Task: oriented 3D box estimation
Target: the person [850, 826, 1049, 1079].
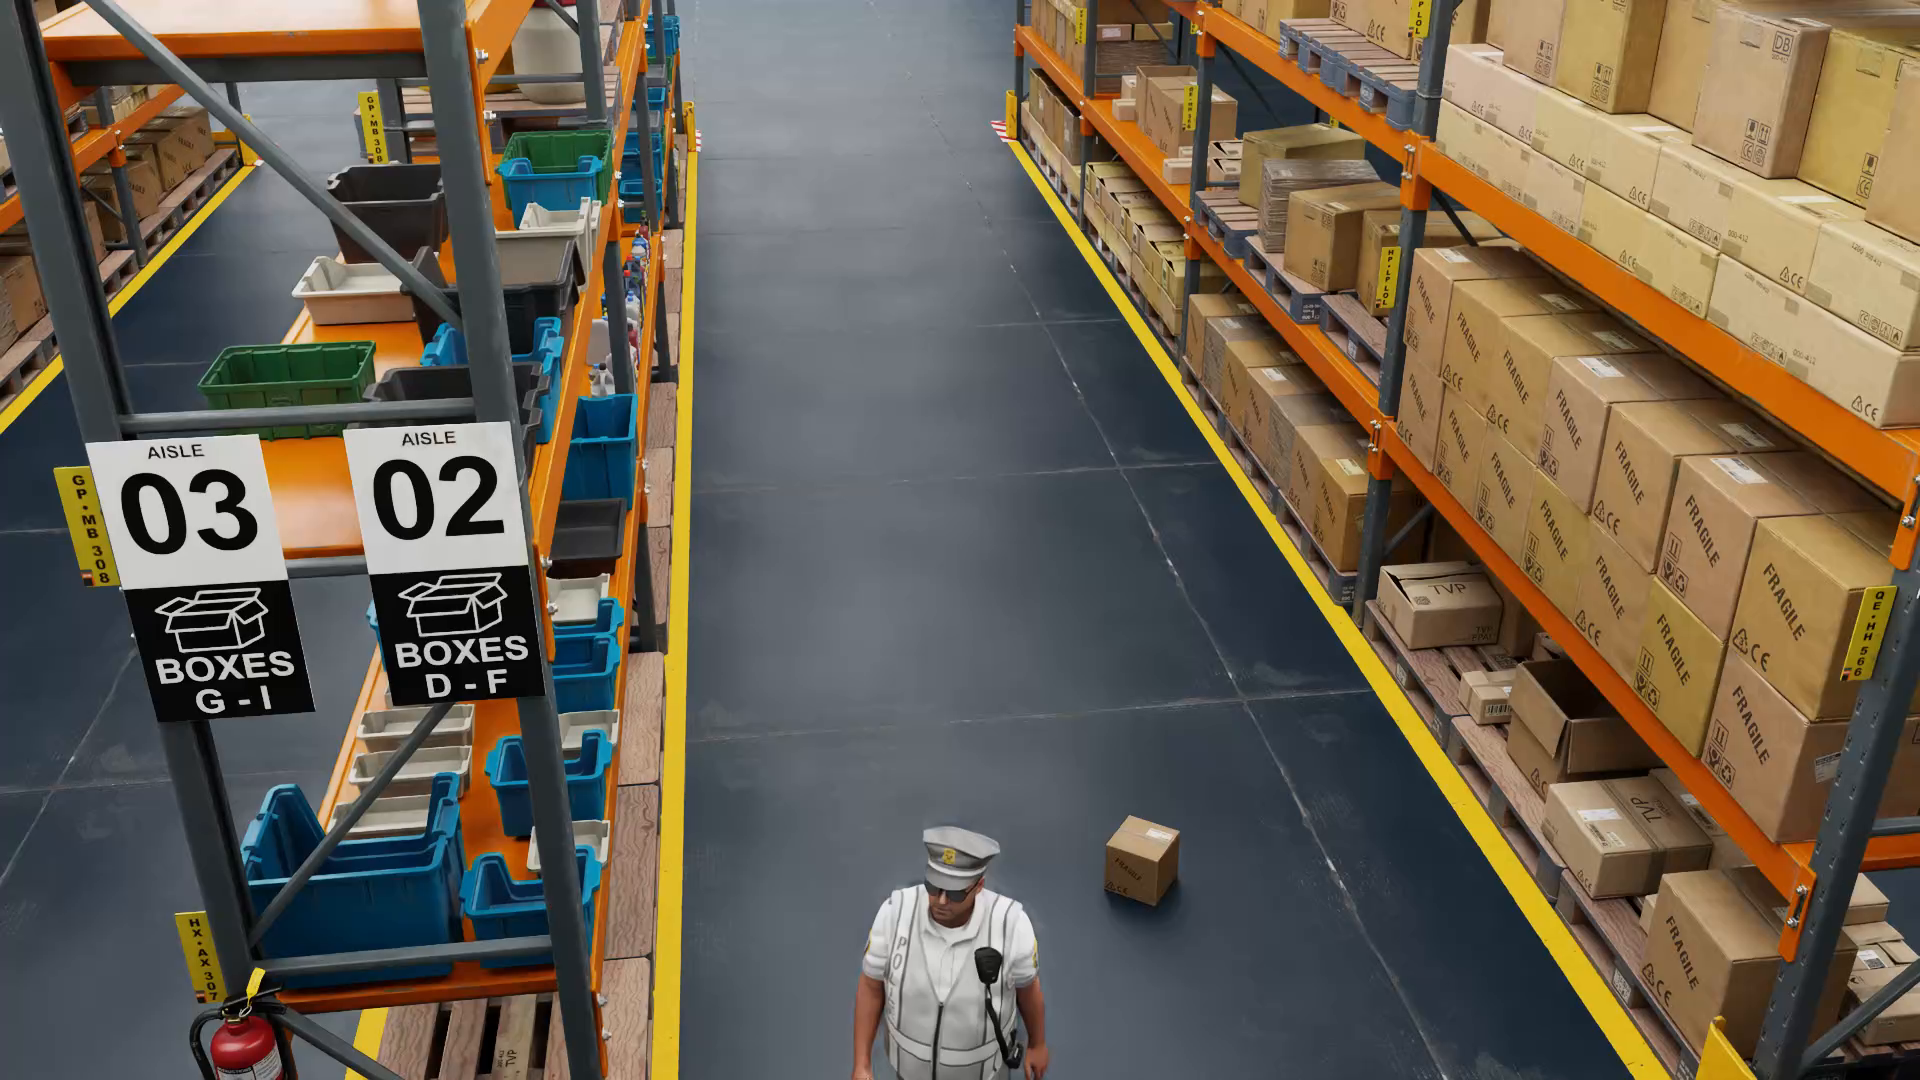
[{"bbox_3d":[-0.042,1.649,5.343,0.595,1.693,1.090,7,28,13],"label":"person"}]
